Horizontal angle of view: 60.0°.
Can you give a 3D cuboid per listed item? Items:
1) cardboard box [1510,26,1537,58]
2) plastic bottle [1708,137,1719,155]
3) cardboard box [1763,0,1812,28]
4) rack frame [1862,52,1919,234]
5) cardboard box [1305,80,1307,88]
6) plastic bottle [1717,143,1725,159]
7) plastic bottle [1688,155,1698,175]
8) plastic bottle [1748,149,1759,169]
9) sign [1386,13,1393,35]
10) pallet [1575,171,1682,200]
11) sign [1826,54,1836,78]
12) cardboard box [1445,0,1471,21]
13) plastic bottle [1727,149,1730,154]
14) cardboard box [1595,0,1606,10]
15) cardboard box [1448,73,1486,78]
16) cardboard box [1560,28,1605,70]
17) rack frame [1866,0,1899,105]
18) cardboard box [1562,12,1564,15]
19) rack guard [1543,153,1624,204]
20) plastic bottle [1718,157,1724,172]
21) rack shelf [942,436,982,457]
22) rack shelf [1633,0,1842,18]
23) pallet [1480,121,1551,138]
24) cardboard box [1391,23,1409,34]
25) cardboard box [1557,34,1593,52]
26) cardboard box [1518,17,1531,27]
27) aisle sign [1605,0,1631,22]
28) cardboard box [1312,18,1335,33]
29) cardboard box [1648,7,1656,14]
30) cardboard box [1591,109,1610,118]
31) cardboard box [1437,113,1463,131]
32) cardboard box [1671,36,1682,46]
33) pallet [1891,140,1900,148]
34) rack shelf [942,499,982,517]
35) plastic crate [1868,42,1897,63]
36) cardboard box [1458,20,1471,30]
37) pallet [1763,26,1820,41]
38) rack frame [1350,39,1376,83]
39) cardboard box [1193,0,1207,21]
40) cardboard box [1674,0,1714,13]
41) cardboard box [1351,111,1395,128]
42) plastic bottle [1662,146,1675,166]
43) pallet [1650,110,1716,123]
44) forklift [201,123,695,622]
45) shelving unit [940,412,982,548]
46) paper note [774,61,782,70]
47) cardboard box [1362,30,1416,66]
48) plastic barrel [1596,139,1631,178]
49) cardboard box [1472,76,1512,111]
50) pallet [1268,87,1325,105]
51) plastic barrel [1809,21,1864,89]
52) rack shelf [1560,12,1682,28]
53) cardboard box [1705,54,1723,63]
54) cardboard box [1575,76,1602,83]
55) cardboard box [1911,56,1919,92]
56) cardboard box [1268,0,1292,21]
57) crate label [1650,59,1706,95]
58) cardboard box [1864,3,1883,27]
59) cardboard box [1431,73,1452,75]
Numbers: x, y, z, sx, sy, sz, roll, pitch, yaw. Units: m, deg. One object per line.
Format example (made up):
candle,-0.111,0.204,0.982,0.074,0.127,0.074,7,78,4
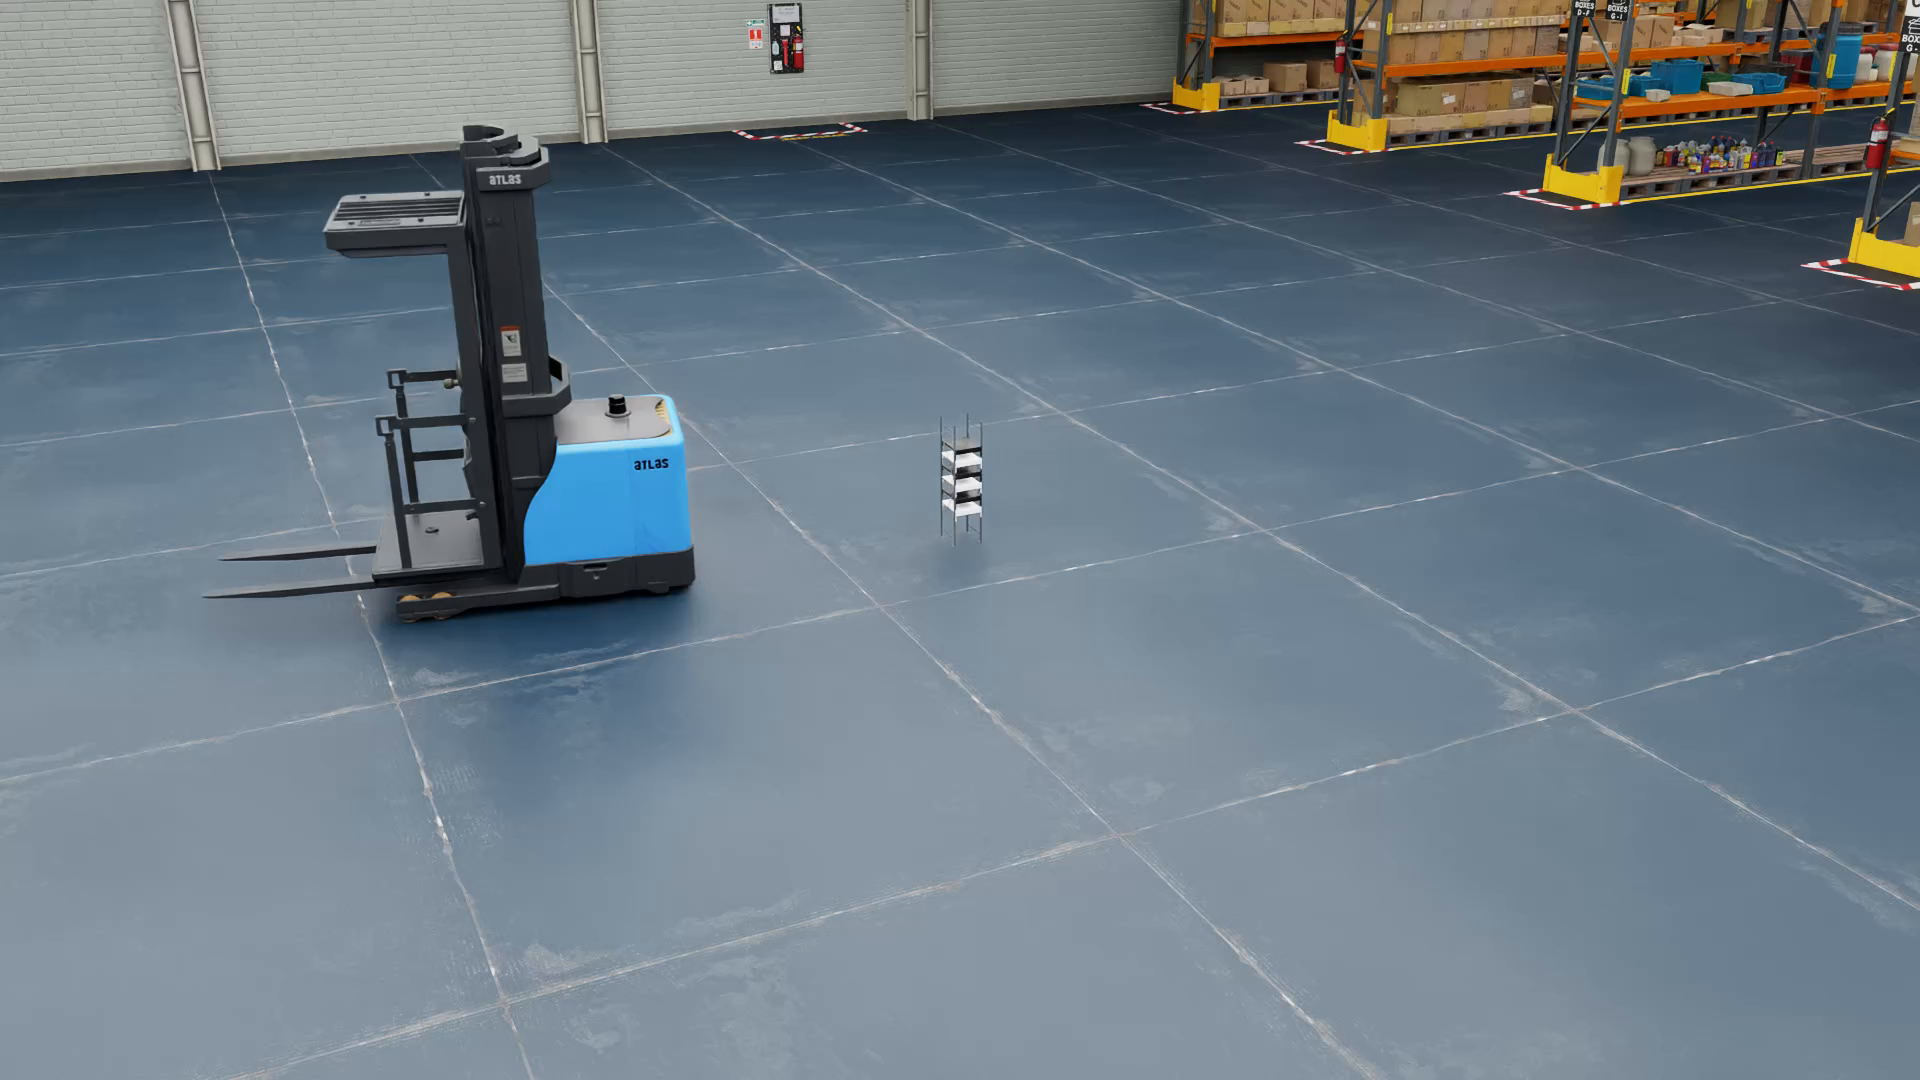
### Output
cardboard box,9.308,-8.481,28.186,0.500,0.500,0.700,-11,25,-24
plastic bottle,11.245,-5.850,24.848,0.185,0.351,0.144,-12,25,-26
cardboard box,15.208,-9.733,30.662,0.500,0.500,0.700,-6,23,-14
rack frame,10.867,-4.522,18.753,0.127,3.000,1.000,-10,25,-24
cardboard box,6.576,-8.935,32.564,0.250,0.149,0.380,-13,26,-28
plastic bottle,11.337,-5.779,24.781,0.097,0.271,0.097,0,22,0
plastic bottle,10.487,-5.365,23.781,0.097,0.271,0.097,0,22,0
plastic bottle,11.566,-5.562,24.240,0.133,0.283,0.061,-9,24,-20
sign,6.809,-8.181,26.357,0.005,0.325,0.100,-10,25,-24
pallet,9.501,-5.102,23.801,1.213,0.211,1.003,-10,25,-24
sign,12.551,-6.829,23.964,0.005,0.325,0.100,-10,25,-24
cardboard box,7.973,-8.837,27.350,0.500,0.500,0.700,-10,25,-23
plastic bottle,11.209,-5.560,24.237,0.133,0.283,0.061,-10,25,-24
cardboard box,13.102,-11.321,34.632,0.500,0.500,0.500,-11,25,-24
cardboard box,8.723,-7.735,28.581,0.500,0.500,0.500,-10,25,-24
cardboard box,13.142,-10.391,35.192,0.750,0.750,0.750,-11,25,-24
rack frame,17.386,-9.927,31.811,0.127,3.000,1.000,-10,25,-24
cardboard box,12.258,-10.877,34.407,0.250,0.149,0.380,-10,25,-23
rack guard,8.767,-5.103,23.424,0.348,0.500,1.175,-10,25,-24
plastic bottle,10.976,-5.423,24.012,0.097,0.201,0.097,0,22,0
rack shelf,0.007,-0.636,11.491,0.200,0.077,0.258,-10,25,-24
rack shelf,10.521,-7.614,23.242,4.000,0.370,1.077,-10,25,-24
pallet,9.443,-7.195,28.854,1.213,0.211,1.003,-10,25,-24
cardboard box,7.021,-8.274,26.837,0.250,0.149,0.380,-11,25,-24
cardboard box,10.603,-8.628,28.867,0.500,0.250,0.500,-9,24,-20
cardboard box,9.331,-8.699,27.864,0.250,0.149,0.380,-10,25,-24
aisle sign,8.781,-7.317,22.107,0.004,0.787,0.394,-10,25,-24
cardboard box,6.832,-9.895,31.903,0.500,0.250,0.500,-11,25,-24
cardboard box,14.583,-11.296,35.419,0.250,0.149,0.380,-10,24,-22
cardboard box,11.110,-7.590,29.210,0.500,0.250,0.500,-10,24,-22
cardboard box,8.053,-7.040,27.881,0.500,0.250,0.500,-10,25,-24
cardboard box,12.657,-8.917,29.698,0.250,0.149,0.380,-9,24,-20
pallet,15.212,-6.153,26.338,1.213,0.211,1.003,-10,25,-24
rack shelf,0.007,-0.220,11.663,0.200,0.077,0.258,-10,25,-24
plastic crate,14.338,-7.423,25.677,0.583,0.464,0.402,-10,25,-24
cardboard box,8.180,-8.488,27.355,0.250,0.149,0.380,-11,25,-24
pallet,15.532,-9.499,31.028,1.213,0.211,1.003,-10,25,-24
rack frame,8.026,-10.307,32.728,0.127,3.000,1.000,-10,25,-24
cardboard box,4.754,-10.081,31.372,0.500,0.500,0.500,-11,25,-24
cardboard box,15.730,-11.857,36.080,0.700,0.700,0.980,-10,25,-23
cardboard box,6.929,-7.051,27.908,0.500,0.250,0.500,-10,25,-24
plastic bottle,10.422,-5.662,24.492,0.135,0.276,0.152,-10,25,-23
pallet,13.023,-7.852,30.444,1.213,0.211,1.003,-10,25,-24
forklift,-3.315,-1.057,10.470,3.031,2.935,1.130,-5,23,-13
shelving unit,0.007,-0.417,11.581,0.210,0.900,0.258,-10,25,-24
paper note,-3.162,-8.253,28.917,0.142,0.148,0.016,-10,25,-24
cardboard box,7.000,-8.056,27.159,0.500,0.500,0.700,-10,25,-24
plastic barrel,9.278,-5.409,23.599,0.421,0.512,0.421,0,22,0
cardboard box,8.950,-7.555,28.145,0.500,0.500,0.500,-10,25,-24
pallet,6.335,-8.691,32.470,1.213,0.211,1.003,-10,25,-24
plastic barrel,12.802,-7.084,24.286,0.708,0.901,0.600,-10,25,-24
rack shelf,13.432,-10.970,35.270,4.000,0.370,1.077,-10,25,-24
cardboard box,16.407,-10.844,36.744,0.500,0.500,0.700,-11,25,-24
cardboard box,11.335,-8.119,29.756,0.500,0.311,0.500,-11,25,-24
cardboard box,11.255,-5.344,18.912,0.500,0.500,0.500,-10,25,-24
cardboard box,5.900,-10.068,31.339,0.500,0.500,0.500,-11,25,-25
crate label,10.260,-6.644,23.833,0.616,0.435,0.502,-10,25,-24
cardboard box,17.725,-10.145,32.206,0.500,0.500,0.500,-10,25,-23
cardboard box,9.603,-9.657,33.850,0.500,0.500,0.700,-10,25,-23
